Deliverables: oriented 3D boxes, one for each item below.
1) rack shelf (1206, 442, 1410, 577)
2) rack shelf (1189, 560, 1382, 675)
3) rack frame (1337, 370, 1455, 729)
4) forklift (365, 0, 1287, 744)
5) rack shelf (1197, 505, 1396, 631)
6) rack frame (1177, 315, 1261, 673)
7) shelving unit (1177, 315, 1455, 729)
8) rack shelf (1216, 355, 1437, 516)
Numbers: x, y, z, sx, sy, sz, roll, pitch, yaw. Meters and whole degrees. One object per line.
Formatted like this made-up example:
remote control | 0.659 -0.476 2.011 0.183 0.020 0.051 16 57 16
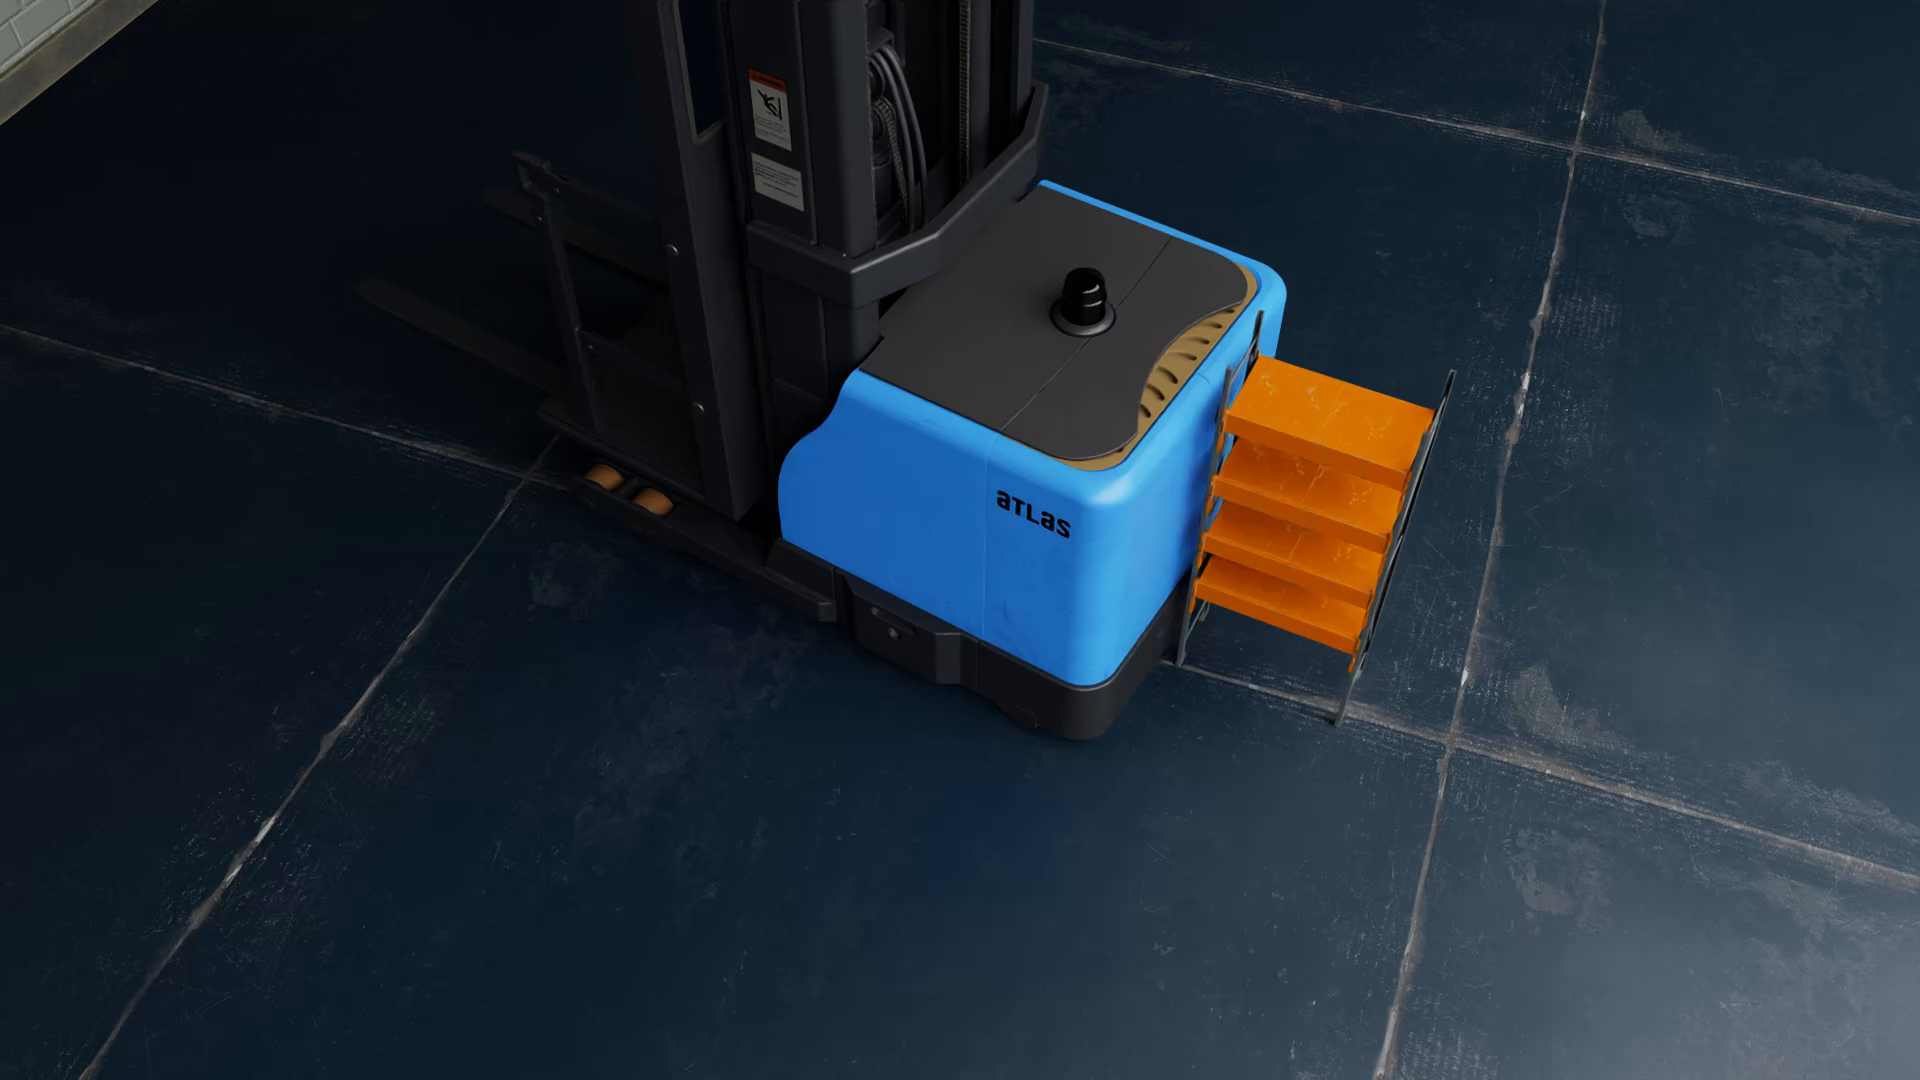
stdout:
rack shelf | 0.918 -0.111 4.345 0.480 0.148 0.258 19 52 15
rack shelf | 0.918 0.165 4.664 0.480 0.148 0.258 19 52 15
rack frame | 1.141 0.066 4.399 0.015 1.200 0.240 19 52 15
forklift | -0.614 -1.280 4.420 3.031 2.935 1.130 27 54 22
rack shelf | 0.918 0.035 4.514 0.480 0.148 0.258 19 52 15
rack frame | 0.695 -0.083 4.528 0.015 1.200 0.240 19 52 15
shelving unit | 0.918 -0.009 4.464 0.503 1.200 0.258 19 52 15
rack shelf | 0.918 -0.266 4.167 0.480 0.148 0.258 19 52 15
